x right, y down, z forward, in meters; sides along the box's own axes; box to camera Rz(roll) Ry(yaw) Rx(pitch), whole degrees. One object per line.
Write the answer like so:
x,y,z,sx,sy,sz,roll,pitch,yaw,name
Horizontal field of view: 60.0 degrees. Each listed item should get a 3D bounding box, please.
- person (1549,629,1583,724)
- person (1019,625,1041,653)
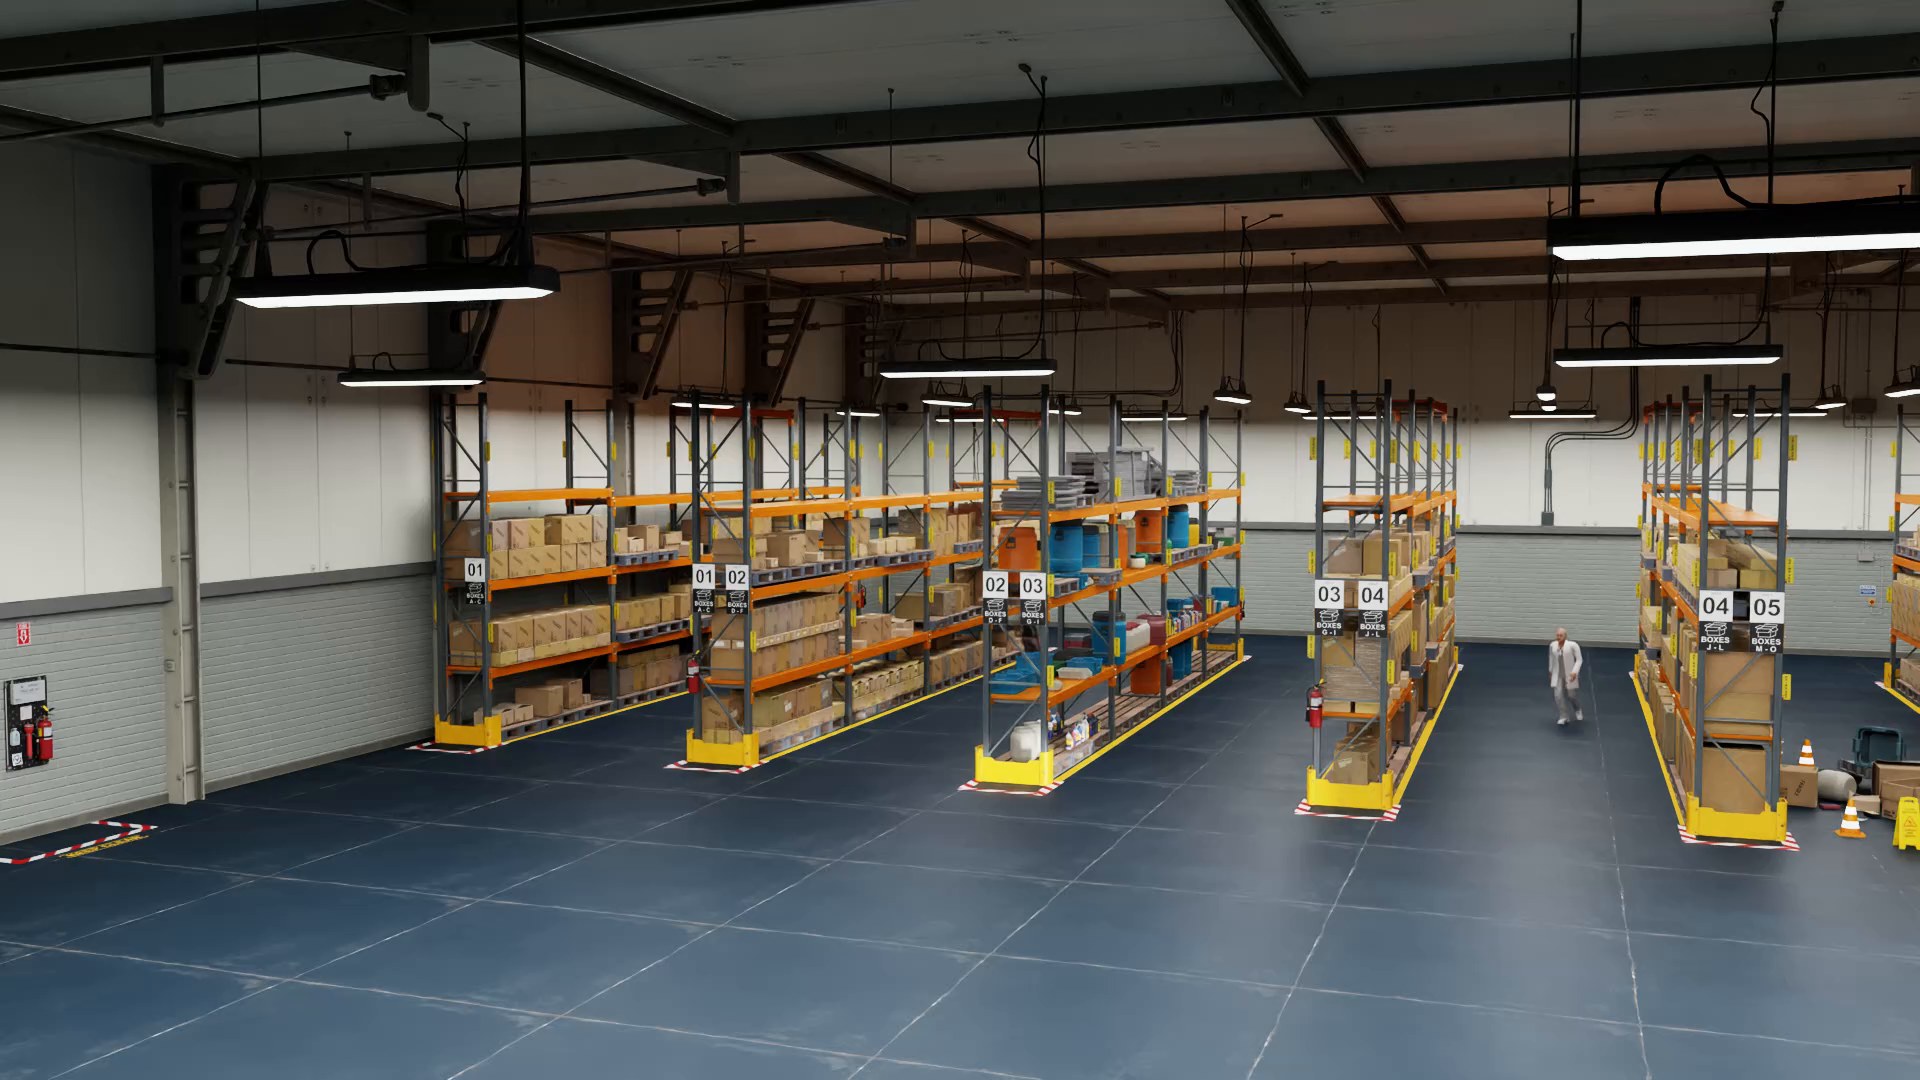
11.216,2.497,30.731,0.641,1.757,0.750,3,4,40,person
1.563,2.193,36.722,0.577,1.721,0.495,2,4,35,person
